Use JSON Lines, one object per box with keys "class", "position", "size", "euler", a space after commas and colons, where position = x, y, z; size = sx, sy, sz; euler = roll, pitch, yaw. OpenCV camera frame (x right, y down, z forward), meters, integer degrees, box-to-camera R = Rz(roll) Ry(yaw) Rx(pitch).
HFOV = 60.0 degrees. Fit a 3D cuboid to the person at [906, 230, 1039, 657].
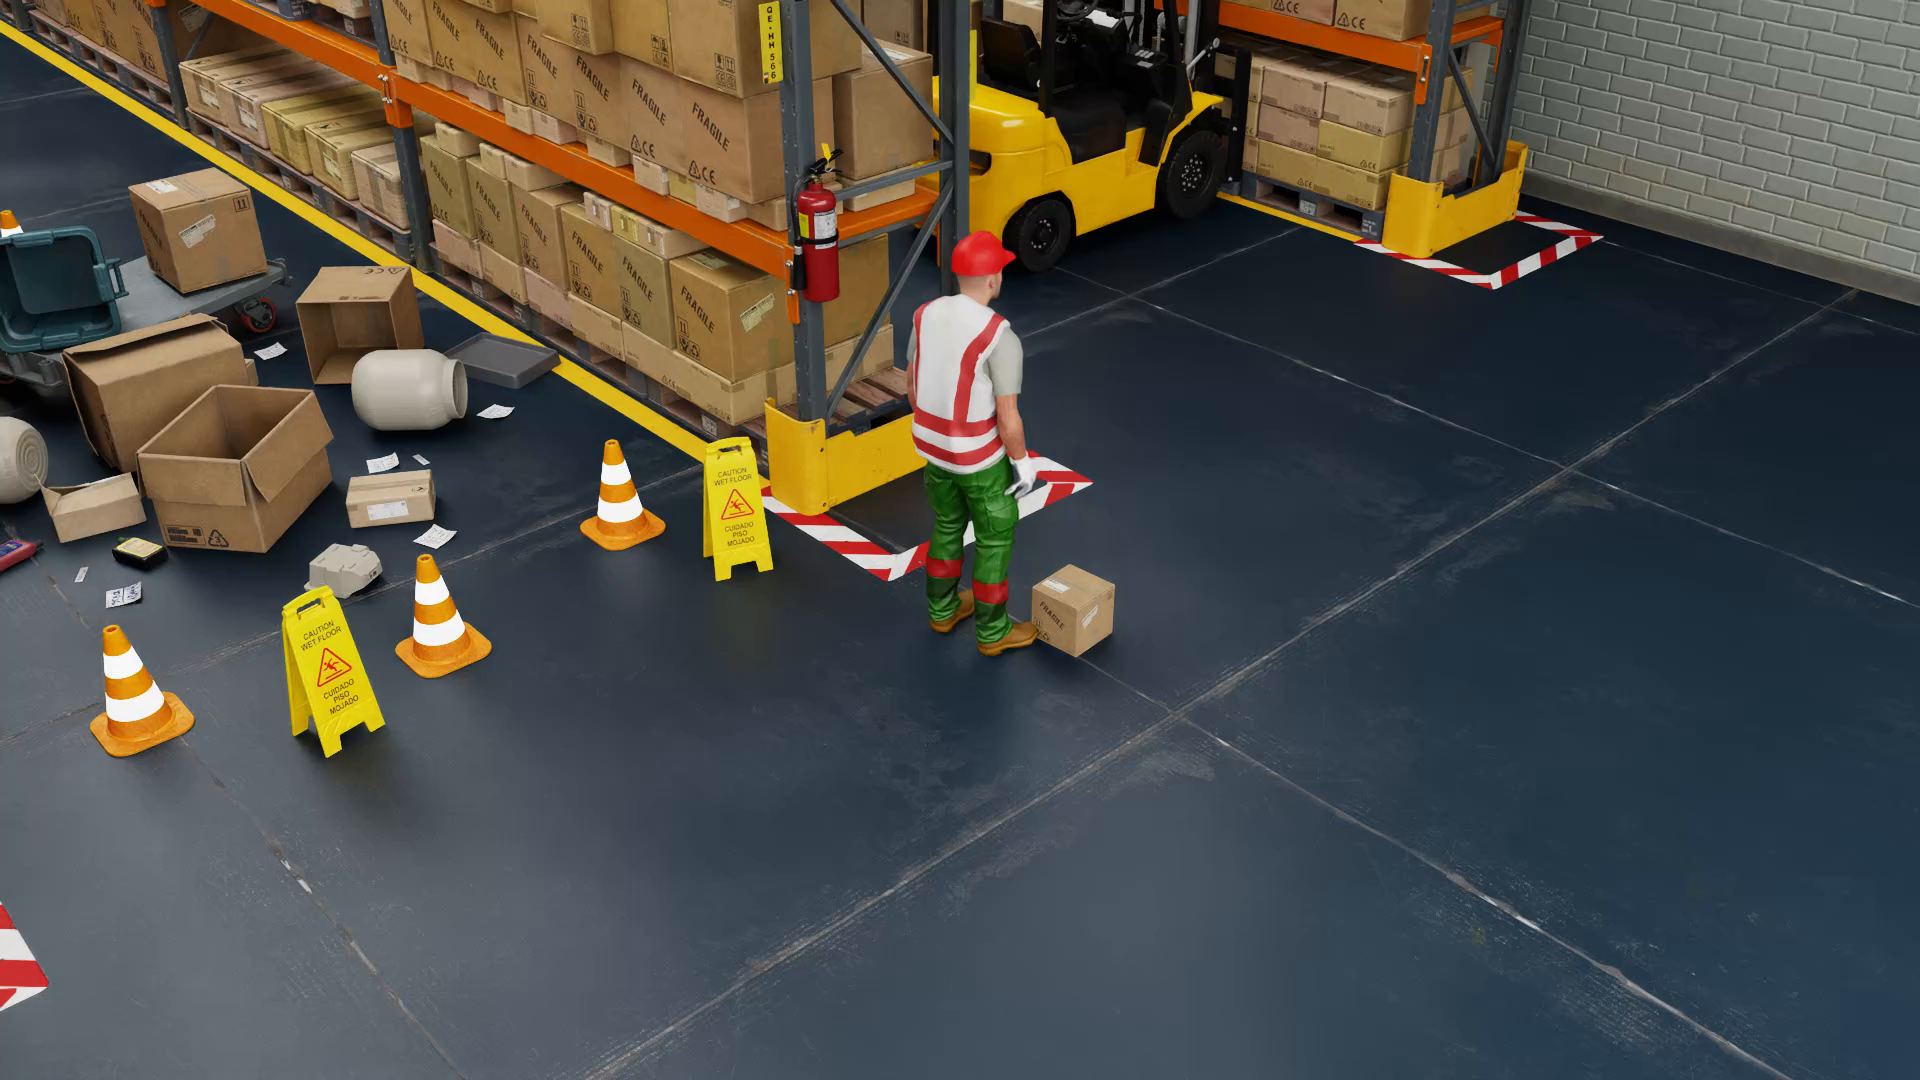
{"class": "person", "position": [0.051, -0.377, 6.738], "size": [0.614, 1.779, 0.455], "euler": [26, 40, 36]}
